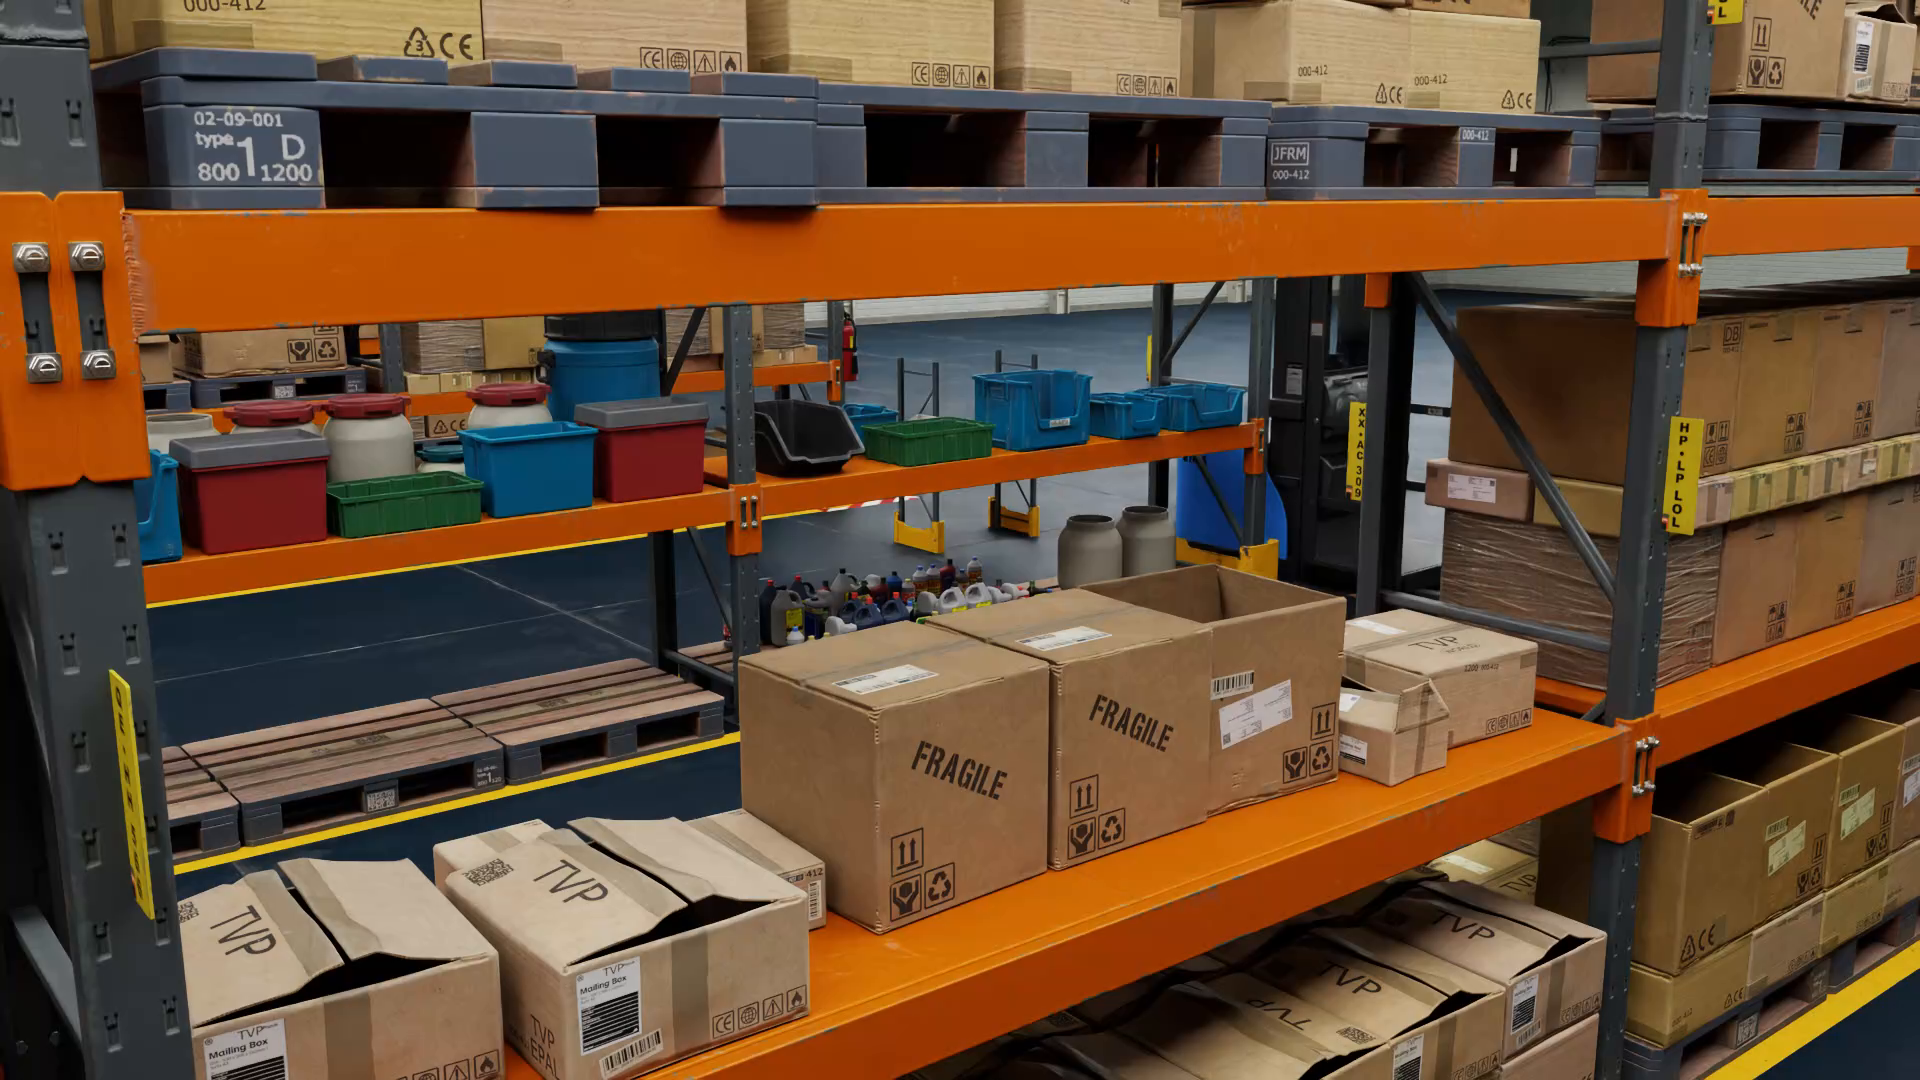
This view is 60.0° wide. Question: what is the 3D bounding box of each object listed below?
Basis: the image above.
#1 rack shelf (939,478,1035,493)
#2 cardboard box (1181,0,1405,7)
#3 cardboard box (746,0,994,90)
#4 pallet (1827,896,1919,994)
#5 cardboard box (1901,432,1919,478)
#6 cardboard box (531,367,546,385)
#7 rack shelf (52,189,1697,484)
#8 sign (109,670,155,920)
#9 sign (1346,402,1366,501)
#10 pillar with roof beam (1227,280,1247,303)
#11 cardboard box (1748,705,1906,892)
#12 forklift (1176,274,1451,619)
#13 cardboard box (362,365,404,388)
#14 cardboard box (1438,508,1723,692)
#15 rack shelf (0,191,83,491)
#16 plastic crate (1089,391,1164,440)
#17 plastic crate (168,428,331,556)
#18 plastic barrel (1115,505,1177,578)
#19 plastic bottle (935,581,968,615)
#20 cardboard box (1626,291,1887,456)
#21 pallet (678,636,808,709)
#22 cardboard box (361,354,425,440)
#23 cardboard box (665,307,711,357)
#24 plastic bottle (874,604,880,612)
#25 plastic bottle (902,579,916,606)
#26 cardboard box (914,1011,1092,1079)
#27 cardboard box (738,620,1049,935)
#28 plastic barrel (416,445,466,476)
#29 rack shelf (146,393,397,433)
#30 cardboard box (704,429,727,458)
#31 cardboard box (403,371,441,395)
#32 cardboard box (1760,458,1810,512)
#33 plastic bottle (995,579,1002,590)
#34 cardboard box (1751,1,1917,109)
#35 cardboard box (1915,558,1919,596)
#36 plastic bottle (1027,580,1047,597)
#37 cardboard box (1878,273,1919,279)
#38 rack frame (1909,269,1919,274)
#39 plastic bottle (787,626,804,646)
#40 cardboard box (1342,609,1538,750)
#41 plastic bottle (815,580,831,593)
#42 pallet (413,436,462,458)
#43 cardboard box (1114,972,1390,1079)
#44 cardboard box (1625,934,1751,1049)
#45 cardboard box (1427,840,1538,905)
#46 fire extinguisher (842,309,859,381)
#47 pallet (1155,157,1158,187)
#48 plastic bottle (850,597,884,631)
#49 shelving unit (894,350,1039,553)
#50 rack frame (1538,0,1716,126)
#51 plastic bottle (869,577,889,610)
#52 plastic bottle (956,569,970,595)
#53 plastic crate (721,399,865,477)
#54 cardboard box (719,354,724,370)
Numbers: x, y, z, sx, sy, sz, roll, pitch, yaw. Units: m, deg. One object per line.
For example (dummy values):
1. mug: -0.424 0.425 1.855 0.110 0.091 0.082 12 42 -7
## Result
1. rack shelf: 0.067 -0.569 13.562 1.000 0.185 0.538 -9 15 -38
2. cardboard box: 0.737 -1.554 4.049 0.500 0.500 0.500 -8 14 -32
3. cardboard box: -0.279 -1.031 3.390 0.500 0.250 0.500 -10 15 -39
4. pallet: 3.274 1.369 6.672 1.213 0.211 1.003 -9 15 -38
5. cardboard box: 3.408 -0.342 6.217 0.250 0.149 0.380 -10 15 -38
6. cardboard box: -3.365 -1.330 13.274 0.250 0.149 0.380 -9 15 -38
7. rack shelf: 0.112 -0.595 3.720 4.000 0.370 1.077 -9 15 -38
8. sign: -1.103 0.339 2.214 0.005 0.325 0.100 -9 15 -38
9. sign: 1.326 -0.291 5.504 0.005 0.325 0.100 -9 15 -38
10. pillar with roof beam: 9.640 -9.684 37.569 0.548 9.000 9.100 -9 15 -38
11. cardboard box: 3.012 0.894 5.998 0.500 0.500 0.500 -9 15 -38
12. forklift: 2.934 -0.995 11.260 1.130 2.935 3.031 -11 16 -41
13. cardboard box: -4.528 -1.299 13.130 0.250 0.149 0.380 -9 15 -38
14. cardboard box: 2.016 0.153 5.445 0.500 0.500 0.700 -10 16 -39
15. rack shelf: -3.011 -0.076 1.276 4.000 0.370 1.077 -9 15 -38
16. plastic crate: 0.991 -0.793 10.498 0.408 0.251 0.499 -9 15 -38
17. plastic crate: -3.088 -0.215 7.268 0.583 0.464 0.402 -9 15 -38
18. plastic barrel: 1.240 0.047 11.163 0.421 0.512 0.421 0 12 0
19. plastic bottle: -0.049 0.420 9.746 0.185 0.351 0.144 -10 15 -38
20. cardboard box: 2.802 -0.612 5.925 0.500 0.500 0.700 -9 15 -38
21. pallet: -0.867 0.741 9.633 1.213 0.211 1.003 -9 15 -38
22. cardboard box: -6.295 -1.518 17.660 0.875 0.875 0.875 -9 15 -37
23. cardboard box: -2.568 -1.851 14.166 0.500 0.500 0.875 -9 15 -38
24. plastic bottle: -0.490 0.500 9.560 0.097 0.271 0.097 0 12 0
25. plastic bottle: -0.328 0.347 10.453 0.097 0.201 0.097 0 12 0
26. cardboard box: -0.004 1.339 4.360 0.500 0.311 0.500 -9 15 -36
27. cardboard box: -0.150 0.511 3.762 0.500 0.500 0.500 -11 16 -41
28. plastic barrel: -2.547 -0.329 8.288 0.301 0.262 0.301 0 12 0
29. rack shelf: -6.074 -0.735 11.601 4.000 0.370 1.077 -9 15 -38
30. cardboard box: -2.332 -0.687 14.648 0.500 0.500 0.500 -5 13 -23
31. cardboard box: -4.156 -1.203 12.676 0.250 0.149 0.380 -9 15 -38
32. cardboard box: 2.605 -0.209 5.591 0.250 0.149 0.380 -10 15 -38
33. plastic bottle: 0.265 0.372 10.136 0.133 0.283 0.061 -9 15 -38
34. cardboard box: 2.653 -1.529 5.255 0.500 0.311 0.500 -11 16 -41
35. cardboard box: 3.626 -0.116 6.714 0.500 0.500 0.700 -9 15 -37
36. plastic bottle: 0.466 0.379 10.103 0.133 0.283 0.061 -9 15 -36
37. cardboard box: 4.383 -0.876 7.170 0.500 0.500 0.700 -9 15 -37
38. rack frame: 4.797 -0.258 7.623 0.127 3.000 1.000 -9 15 -38
39. plastic bottle: -0.895 0.606 9.062 0.097 0.271 0.097 0 12 0
40. cardboard box: 1.317 0.405 4.860 0.500 0.250 0.500 -8 15 -34
41. plastic bottle: -0.844 0.387 10.064 0.133 0.283 0.061 -8 14 -34
42. pallet: -5.936 -1.045 18.042 1.213 0.211 1.003 -9 15 -38
43. cardboard box: 0.743 1.358 4.270 0.500 0.311 0.500 -9 15 -38
44. cardboard box: 2.225 1.389 5.473 0.500 0.250 0.500 -9 15 -38
45. cardboard box: 1.899 1.305 5.871 0.500 0.250 0.500 -9 15 -38
46. fire extinguisher: -1.011 -1.768 14.918 0.183 0.674 0.296 -9 15 -38
47. pallet: 0.999 -2.346 10.686 1.213 0.211 1.003 -9 15 -38
48. plastic bottle: -0.528 0.500 9.371 0.185 0.351 0.144 -9 15 -36
49. shelving unit: 0.060 -0.744 13.520 1.083 1.500 0.587 -9 15 -38
50. rack frame: 1.674 -2.674 4.556 0.127 3.000 1.000 -9 15 -38
51. plastic bottle: -0.497 0.370 10.145 0.133 0.283 0.061 -9 15 -38
52. plastic bottle: 0.014 0.290 10.721 0.097 0.201 0.097 0 12 0
53. plastic crate: -0.930 -0.560 9.194 0.504 0.338 0.767 -9 15 -38
54. cardboard box: -2.046 -1.569 14.401 0.250 0.149 0.380 -9 15 -38
